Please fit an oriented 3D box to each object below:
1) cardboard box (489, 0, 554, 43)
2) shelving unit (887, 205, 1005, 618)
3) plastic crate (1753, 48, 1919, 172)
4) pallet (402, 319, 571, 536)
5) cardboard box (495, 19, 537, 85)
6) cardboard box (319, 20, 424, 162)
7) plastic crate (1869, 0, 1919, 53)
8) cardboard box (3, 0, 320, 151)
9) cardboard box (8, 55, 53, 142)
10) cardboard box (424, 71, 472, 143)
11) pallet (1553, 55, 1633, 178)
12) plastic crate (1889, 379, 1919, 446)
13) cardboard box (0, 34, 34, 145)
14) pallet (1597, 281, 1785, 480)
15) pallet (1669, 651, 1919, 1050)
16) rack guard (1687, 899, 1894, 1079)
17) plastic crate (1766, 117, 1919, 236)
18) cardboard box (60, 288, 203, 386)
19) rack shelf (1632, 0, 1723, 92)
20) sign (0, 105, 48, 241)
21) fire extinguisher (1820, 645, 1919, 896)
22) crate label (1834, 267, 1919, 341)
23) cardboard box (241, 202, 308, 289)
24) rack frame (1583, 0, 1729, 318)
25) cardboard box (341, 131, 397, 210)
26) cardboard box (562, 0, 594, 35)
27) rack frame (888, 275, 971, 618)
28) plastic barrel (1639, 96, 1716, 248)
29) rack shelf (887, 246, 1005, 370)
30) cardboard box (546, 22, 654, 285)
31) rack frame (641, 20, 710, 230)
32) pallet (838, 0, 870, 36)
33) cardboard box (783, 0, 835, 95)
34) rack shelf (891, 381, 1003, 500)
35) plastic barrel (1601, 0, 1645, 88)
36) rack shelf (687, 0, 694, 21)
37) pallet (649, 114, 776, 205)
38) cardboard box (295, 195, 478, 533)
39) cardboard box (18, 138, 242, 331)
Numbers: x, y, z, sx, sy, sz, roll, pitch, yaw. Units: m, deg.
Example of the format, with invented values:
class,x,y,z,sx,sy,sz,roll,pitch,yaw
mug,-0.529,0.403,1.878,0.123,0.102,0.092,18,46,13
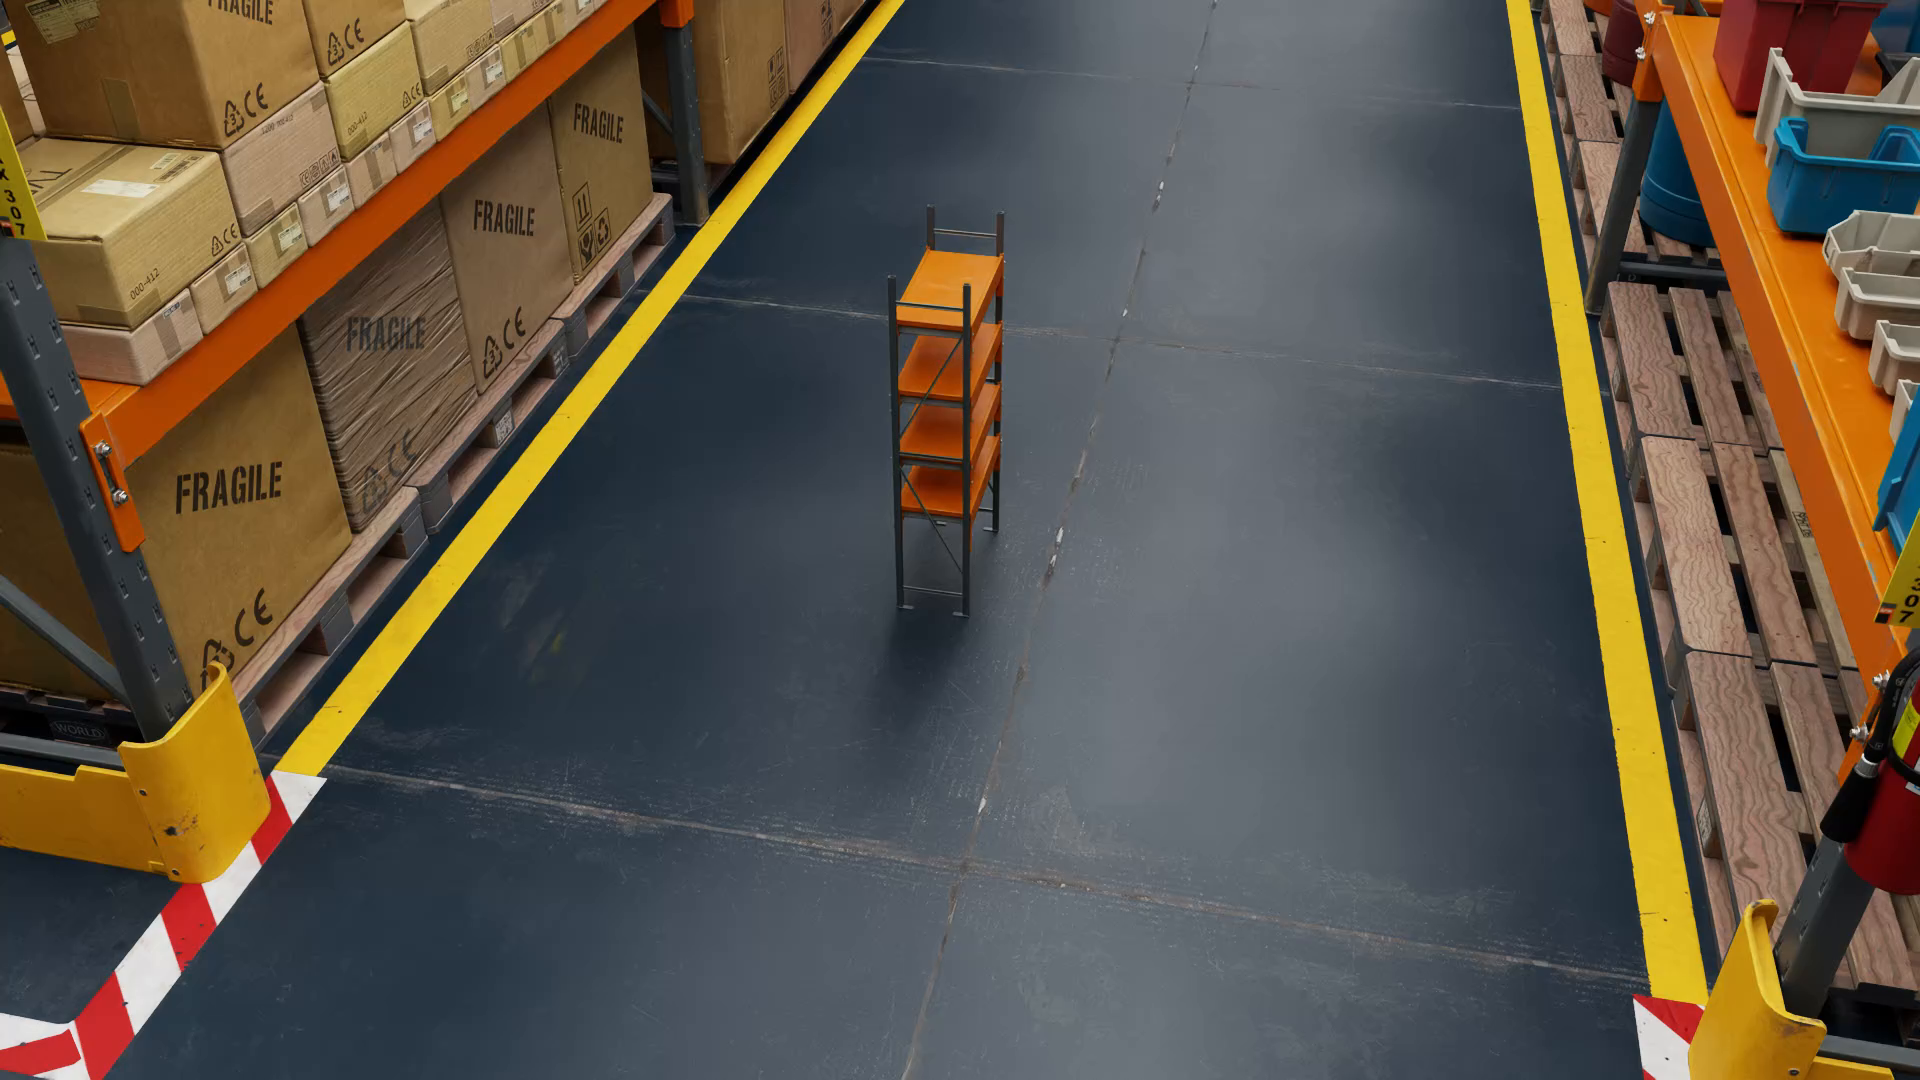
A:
class,x,y,z,sx,sy,sz,roll,pitch,yaw
cardboard box,-1.736,-1.943,5.750,0.500,0.250,0.500,8,37,11
shelving unit,-0.035,-0.391,5.267,0.258,1.200,0.503,7,37,10
plastic crate,2.651,-1.263,4.986,0.437,0.282,0.530,7,37,10
pallet,-2.179,-0.503,6.264,1.003,0.211,1.213,7,37,10
cardboard box,-1.701,-1.705,5.761,0.380,0.149,0.250,7,36,9
cardboard box,-1.954,-1.354,4.936,0.500,0.250,0.500,6,36,8
plastic crate,3.391,-1.846,5.703,0.392,0.384,0.575,7,37,10
cardboard box,-2.063,-1.358,4.302,0.500,0.500,0.500,6,36,9
cardboard box,-2.582,-1.128,4.624,0.500,0.250,0.500,7,36,9
cardboard box,-1.810,-1.409,5.352,0.380,0.149,0.250,6,36,9
pallet,3.621,-2.148,8.534,1.003,0.211,1.213,7,37,10
plastic crate,2.300,-0.253,3.717,0.396,0.136,0.243,7,37,10
cardboard box,-2.688,-1.142,4.005,0.500,0.500,0.500,8,37,11
pallet,3.038,-0.583,6.375,1.003,0.211,1.213,7,37,10
pallet,2.517,0.816,4.445,1.003,0.211,1.213,7,37,10
rack guard,2.311,1.182,3.693,1.175,0.500,0.348,7,37,10
plastic crate,2.491,-1.011,4.681,0.416,0.233,0.300,7,37,10
cardboard box,-2.137,-0.527,4.135,0.380,0.149,0.250,8,37,10
rack shelf,3.585,-2.994,7.938,1.077,0.370,4.000,7,37,10
sign,-1.995,-0.776,3.459,0.100,0.325,0.005,7,37,10
fire extinguisher,1.827,0.366,3.072,0.296,0.674,0.183,7,37,10
crate label,2.412,-0.580,4.168,0.396,0.136,0.243,7,37,10
cardboard box,-2.030,-0.821,4.540,0.380,0.149,0.250,6,36,9
rack frame,3.157,-2.139,6.145,1.000,3.000,0.127,7,37,10
cardboard box,-1.920,-1.116,4.948,0.380,0.149,0.250,7,36,9
cardboard box,-1.591,-2.000,6.167,0.380,0.149,0.250,8,37,11
rack frame,-0.087,-0.251,5.074,0.240,1.200,0.015,7,37,10
plastic barrel,3.290,-1.769,7.065,0.600,0.901,0.708,7,37,10
rack shelf,-0.035,-0.709,5.036,0.258,0.148,0.480,7,37,10
cardboard box,-1.900,-1.701,6.993,0.875,0.875,0.875,7,37,10
rack frame,-1.681,-2.759,7.001,1.000,3.000,0.127,7,37,10
pallet,-1.069,-3.481,10.373,1.003,0.211,1.213,7,37,10
cardboard box,-1.374,-2.951,8.718,1.225,0.875,0.875,6,36,8
rack shelf,-0.035,-0.336,5.306,0.258,0.148,0.480,7,37,10
plastic barrel,3.683,-2.695,8.610,0.600,0.588,0.708,7,37,10
rack shelf,-1.254,-3.615,8.794,1.077,0.370,4.000,7,37,10
pallet,-1.590,-2.082,8.443,1.003,0.211,1.213,7,37,10
cardboard box,-2.283,-0.675,5.577,0.875,0.875,0.875,7,37,10
cardboard box,-2.169,-0.767,4.127,0.500,0.250,0.500,6,36,9
